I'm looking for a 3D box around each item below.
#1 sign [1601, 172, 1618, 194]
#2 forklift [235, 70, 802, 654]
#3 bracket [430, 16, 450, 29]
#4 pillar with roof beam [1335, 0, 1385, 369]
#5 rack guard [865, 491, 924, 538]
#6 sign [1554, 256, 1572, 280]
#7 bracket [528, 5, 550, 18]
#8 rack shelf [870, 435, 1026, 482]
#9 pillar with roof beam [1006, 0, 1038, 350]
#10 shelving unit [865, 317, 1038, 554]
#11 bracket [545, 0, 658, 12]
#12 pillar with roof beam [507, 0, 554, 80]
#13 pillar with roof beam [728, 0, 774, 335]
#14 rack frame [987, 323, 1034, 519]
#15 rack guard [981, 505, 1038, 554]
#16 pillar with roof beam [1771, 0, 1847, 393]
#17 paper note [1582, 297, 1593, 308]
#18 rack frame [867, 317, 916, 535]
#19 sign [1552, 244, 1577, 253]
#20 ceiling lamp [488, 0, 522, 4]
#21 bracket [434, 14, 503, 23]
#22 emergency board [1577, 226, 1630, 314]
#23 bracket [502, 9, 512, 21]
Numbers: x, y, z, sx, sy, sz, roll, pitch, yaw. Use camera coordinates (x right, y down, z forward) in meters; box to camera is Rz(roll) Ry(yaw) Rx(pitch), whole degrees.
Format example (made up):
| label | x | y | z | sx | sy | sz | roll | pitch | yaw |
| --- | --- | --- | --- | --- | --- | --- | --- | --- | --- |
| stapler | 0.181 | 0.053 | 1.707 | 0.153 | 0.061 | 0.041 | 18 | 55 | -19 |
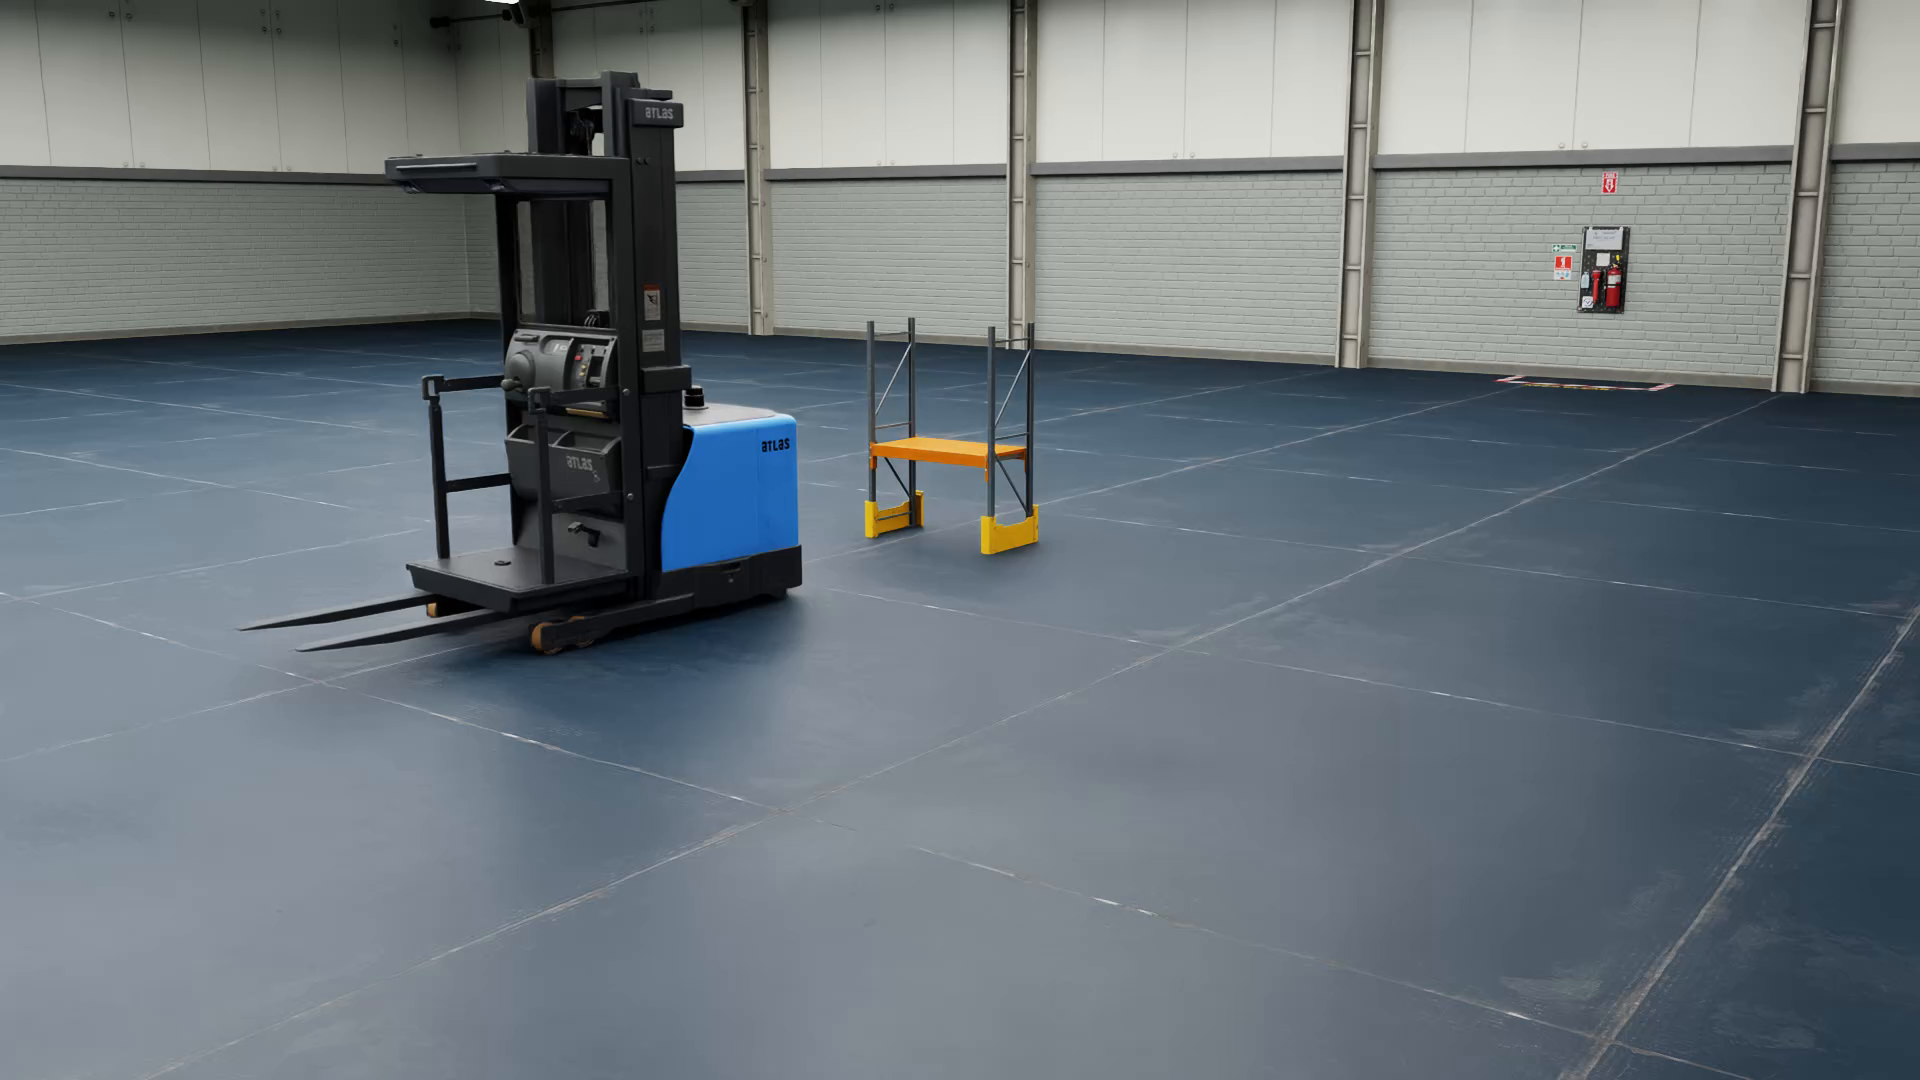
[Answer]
| label | x | y | z | sx | sy | sz | roll | pitch | yaw |
| --- | --- | --- | --- | --- | --- | --- | --- | --- | --- |
| sign | 8.782 | -4.826 | 22.477 | 0.199 | 0.298 | 0.001 | 8 | 13 | 36 |
| forklift | -2.290 | -0.962 | 8.787 | 1.130 | 2.935 | 3.031 | 10 | 15 | 41 |
| bracket | -11.100 | -11.058 | 35.521 | 0.430 | 0.232 | 0.235 | 8 | 13 | 36 |
| pillar with roof beam | 3.315 | -6.349 | 20.658 | 0.400 | 9.000 | 9.100 | 8 | 13 | 36 |
| rack guard | -0.463 | -0.187 | 11.840 | 0.087 | 0.250 | 0.587 | 8 | 13 | 36 |
| sign | 8.345 | -3.768 | 23.014 | 0.234 | 0.329 | 0.001 | 8 | 13 | 36 |
| bracket | -8.521 | -10.698 | 33.661 | 0.430 | 0.232 | 0.235 | 8 | 13 | 36 |
| rack shelf | -0.069 | -0.569 | 11.471 | 1.000 | 0.185 | 0.538 | 8 | 13 | 36 |
| pillar with roof beam | -1.521 | -7.024 | 24.145 | 0.400 | 9.000 | 9.100 | 8 | 13 | 36 |
| shelving unit | -0.061 | -0.745 | 11.432 | 1.083 | 1.500 | 0.587 | 8 | 13 | 36 |
| bracket | -6.444 | -10.409 | 32.164 | 4.783 | 0.066 | 0.076 | 8 | 13 | 36 |
| pillar with roof beam | -11.193 | -8.373 | 31.118 | 0.548 | 9.000 | 9.100 | 8 | 13 | 36 |
| pillar with roof beam | -6.357 | -7.699 | 27.632 | 0.548 | 9.000 | 9.100 | 8 | 13 | 36 |
| rack frame | 0.341 | -0.689 | 11.141 | 0.032 | 1.500 | 0.500 | 8 | 13 | 36 |
| rack guard | 0.340 | -0.075 | 11.261 | 0.087 | 0.250 | 0.587 | 8 | 13 | 36 |
| pillar with roof beam | 8.151 | -5.675 | 17.171 | 0.400 | 9.000 | 9.100 | 8 | 13 | 36 |
| paper note | 8.628 | -3.270 | 22.855 | 0.142 | 0.148 | 0.016 | 8 | 13 | 36 |
| rack frame | -0.478 | -0.803 | 11.732 | 0.032 | 1.500 | 0.500 | 8 | 13 | 36 |
| sign | 8.344 | -4.026 | 22.954 | 0.331 | 0.109 | 0.001 | 8 | 13 | 36 |
| ceiling lamp | -8.467 | -10.704 | 27.800 | 0.800 | 3.185 | 2.000 | 8 | 13 | 36 |
| bracket | -10.624 | -10.992 | 35.178 | 3.189 | 0.066 | 0.076 | 8 | 13 | 36 |
| emergency board | 8.730 | -3.672 | 22.614 | 0.643 | 1.169 | 0.194 | 8 | 13 | 36 |
| bracket | -9.190 | -10.792 | 34.144 | 0.430 | 0.232 | 0.235 | 8 | 13 | 36 |
